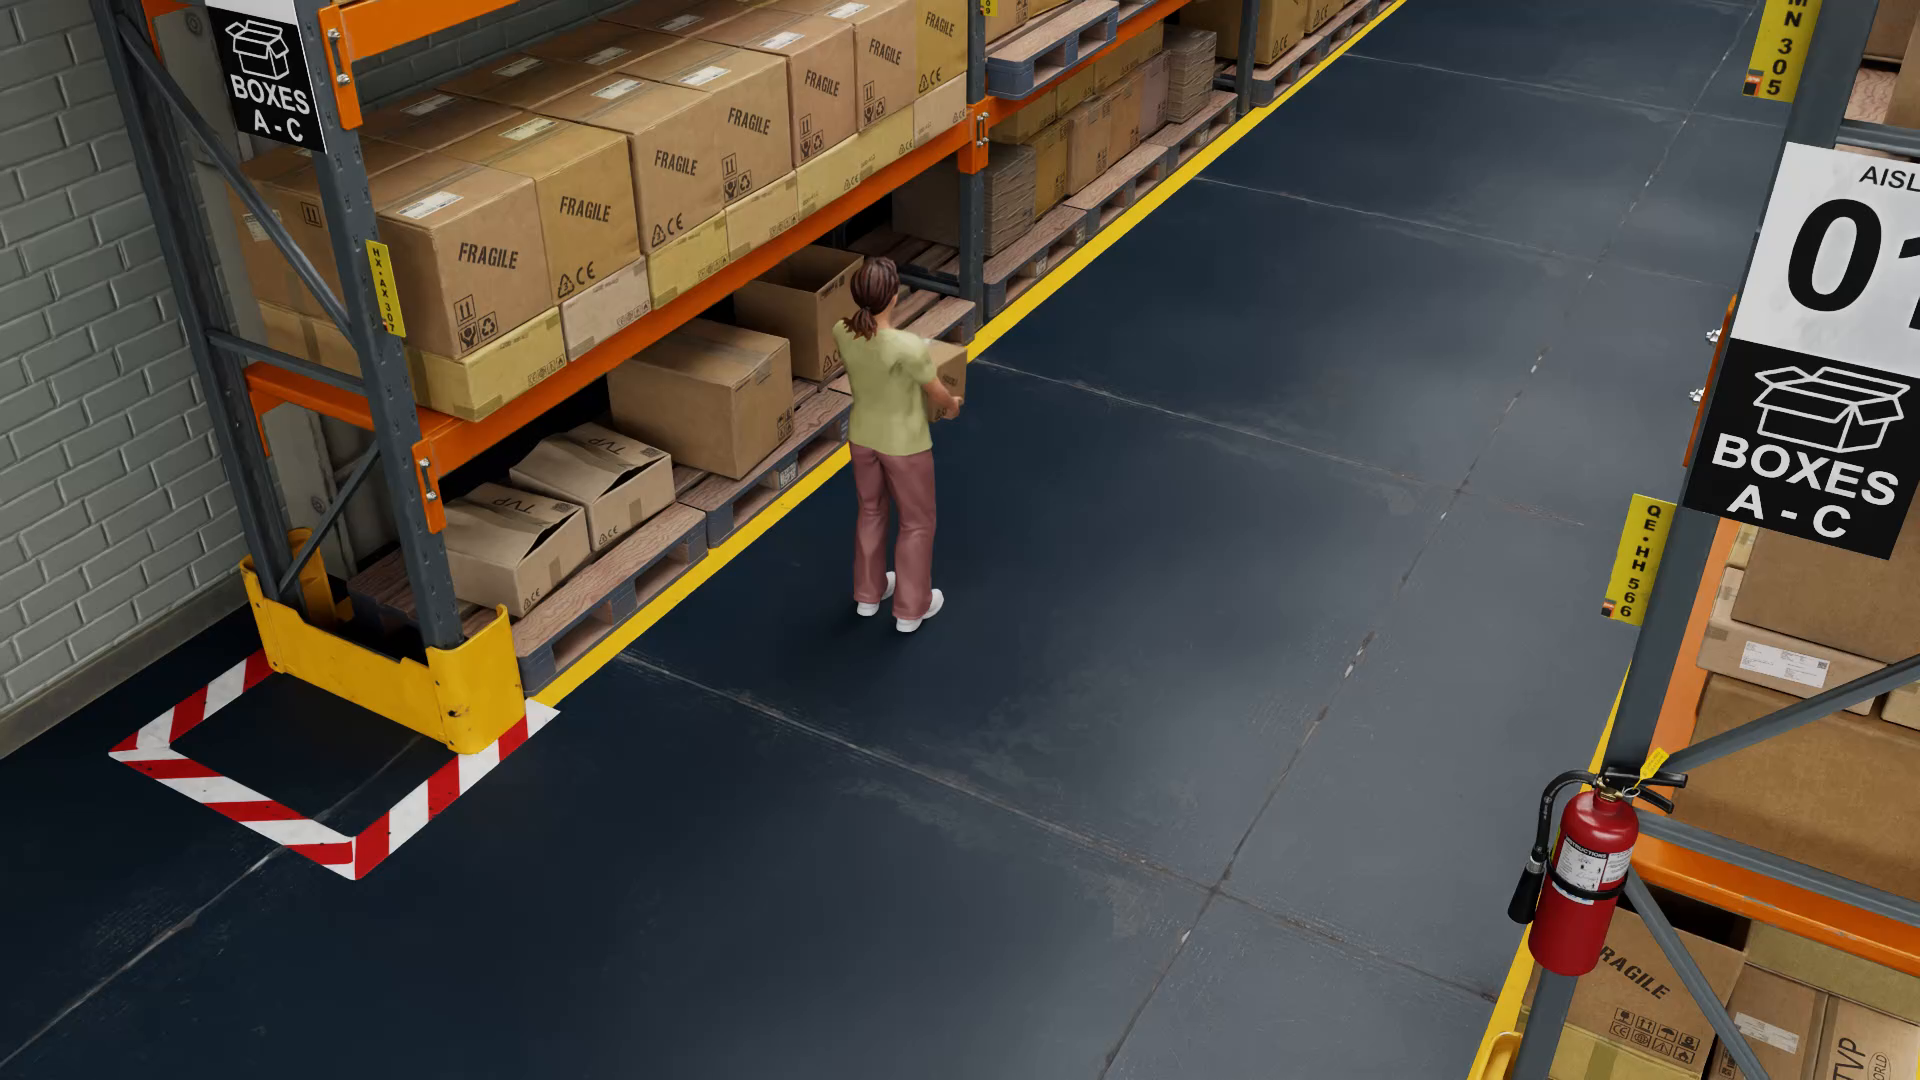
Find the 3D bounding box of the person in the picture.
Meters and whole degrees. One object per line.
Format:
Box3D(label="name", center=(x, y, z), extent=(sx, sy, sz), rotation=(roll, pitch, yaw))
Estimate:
Box3D(label="person", center=(-0.248, -0.418, 6.768), extent=(0.424, 1.667, 0.551), rotation=(18, 38, 25))
